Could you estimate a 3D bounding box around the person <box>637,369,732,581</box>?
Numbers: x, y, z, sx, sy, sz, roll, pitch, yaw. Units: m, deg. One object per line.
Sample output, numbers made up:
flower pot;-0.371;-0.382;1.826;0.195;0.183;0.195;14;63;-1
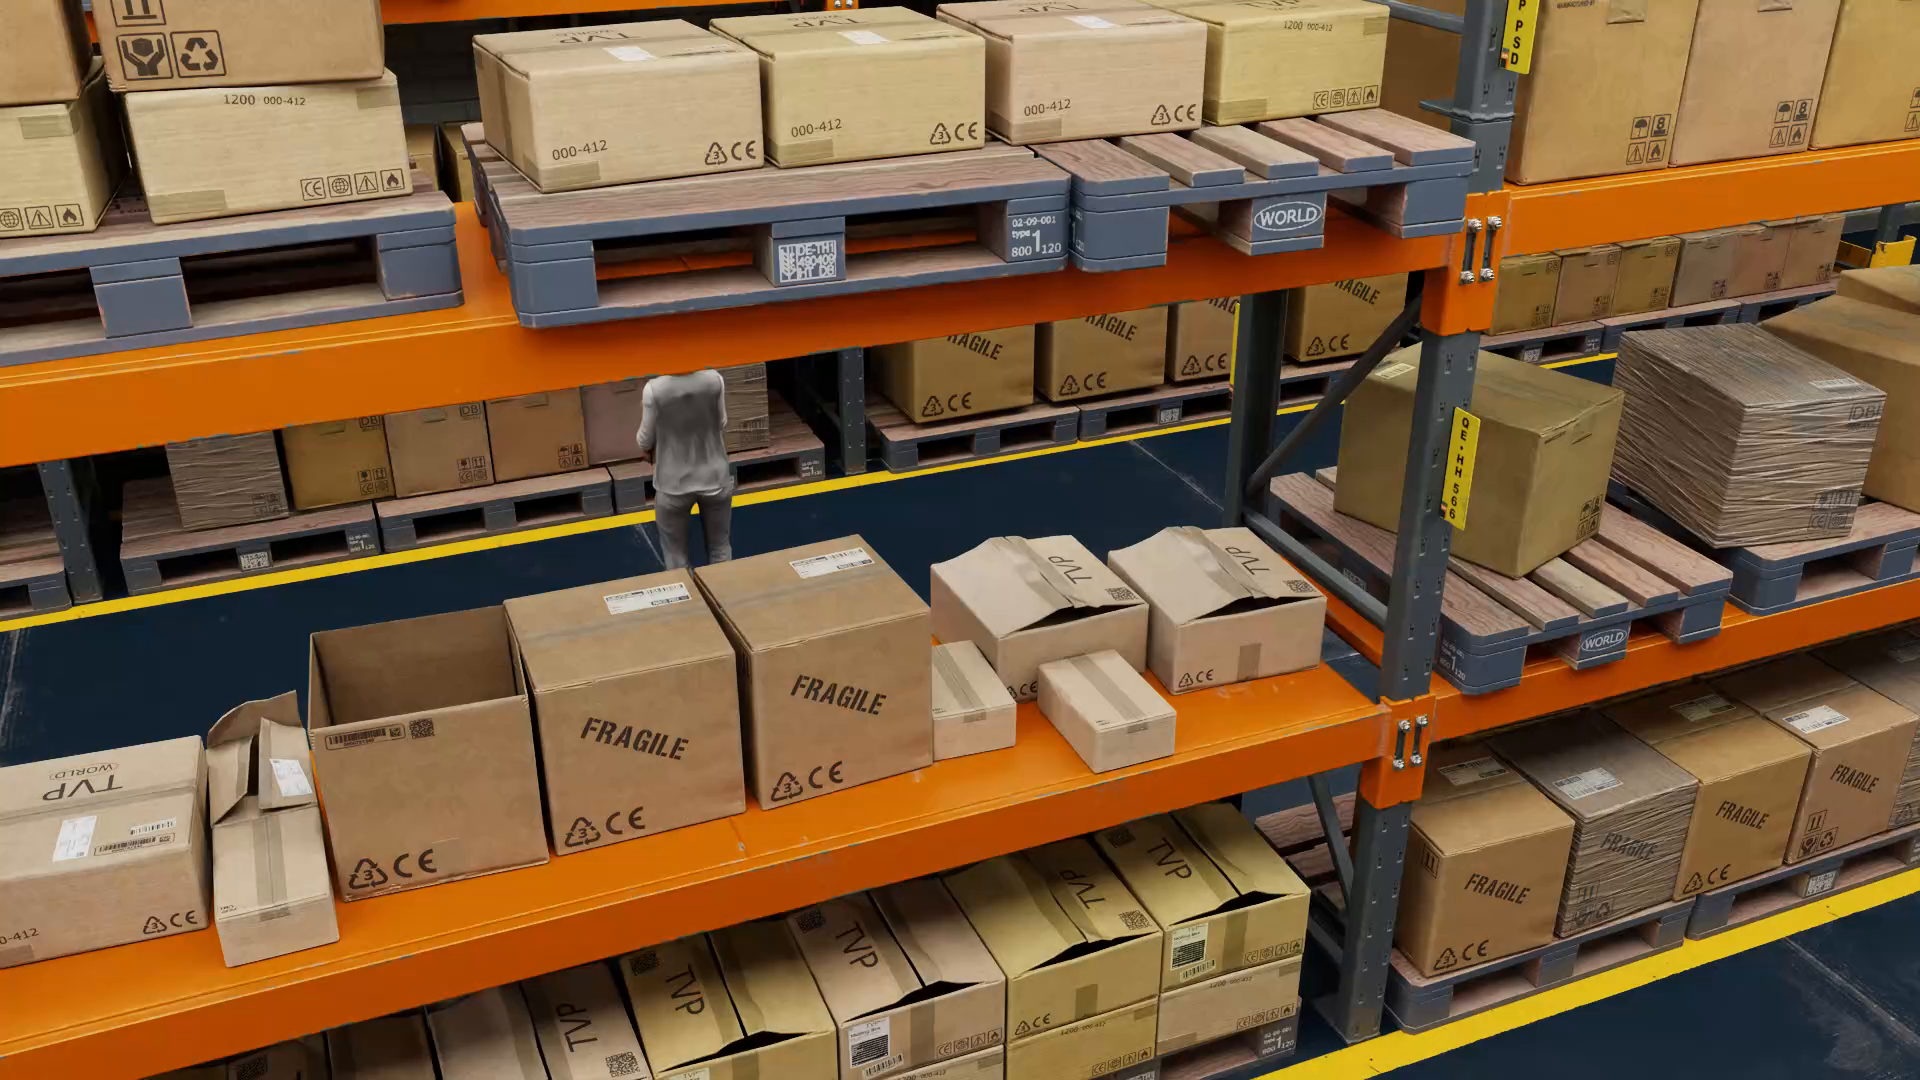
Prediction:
person;-1.250;-0.280;7.573;0.412;1.595;0.486;-11;28;-21
